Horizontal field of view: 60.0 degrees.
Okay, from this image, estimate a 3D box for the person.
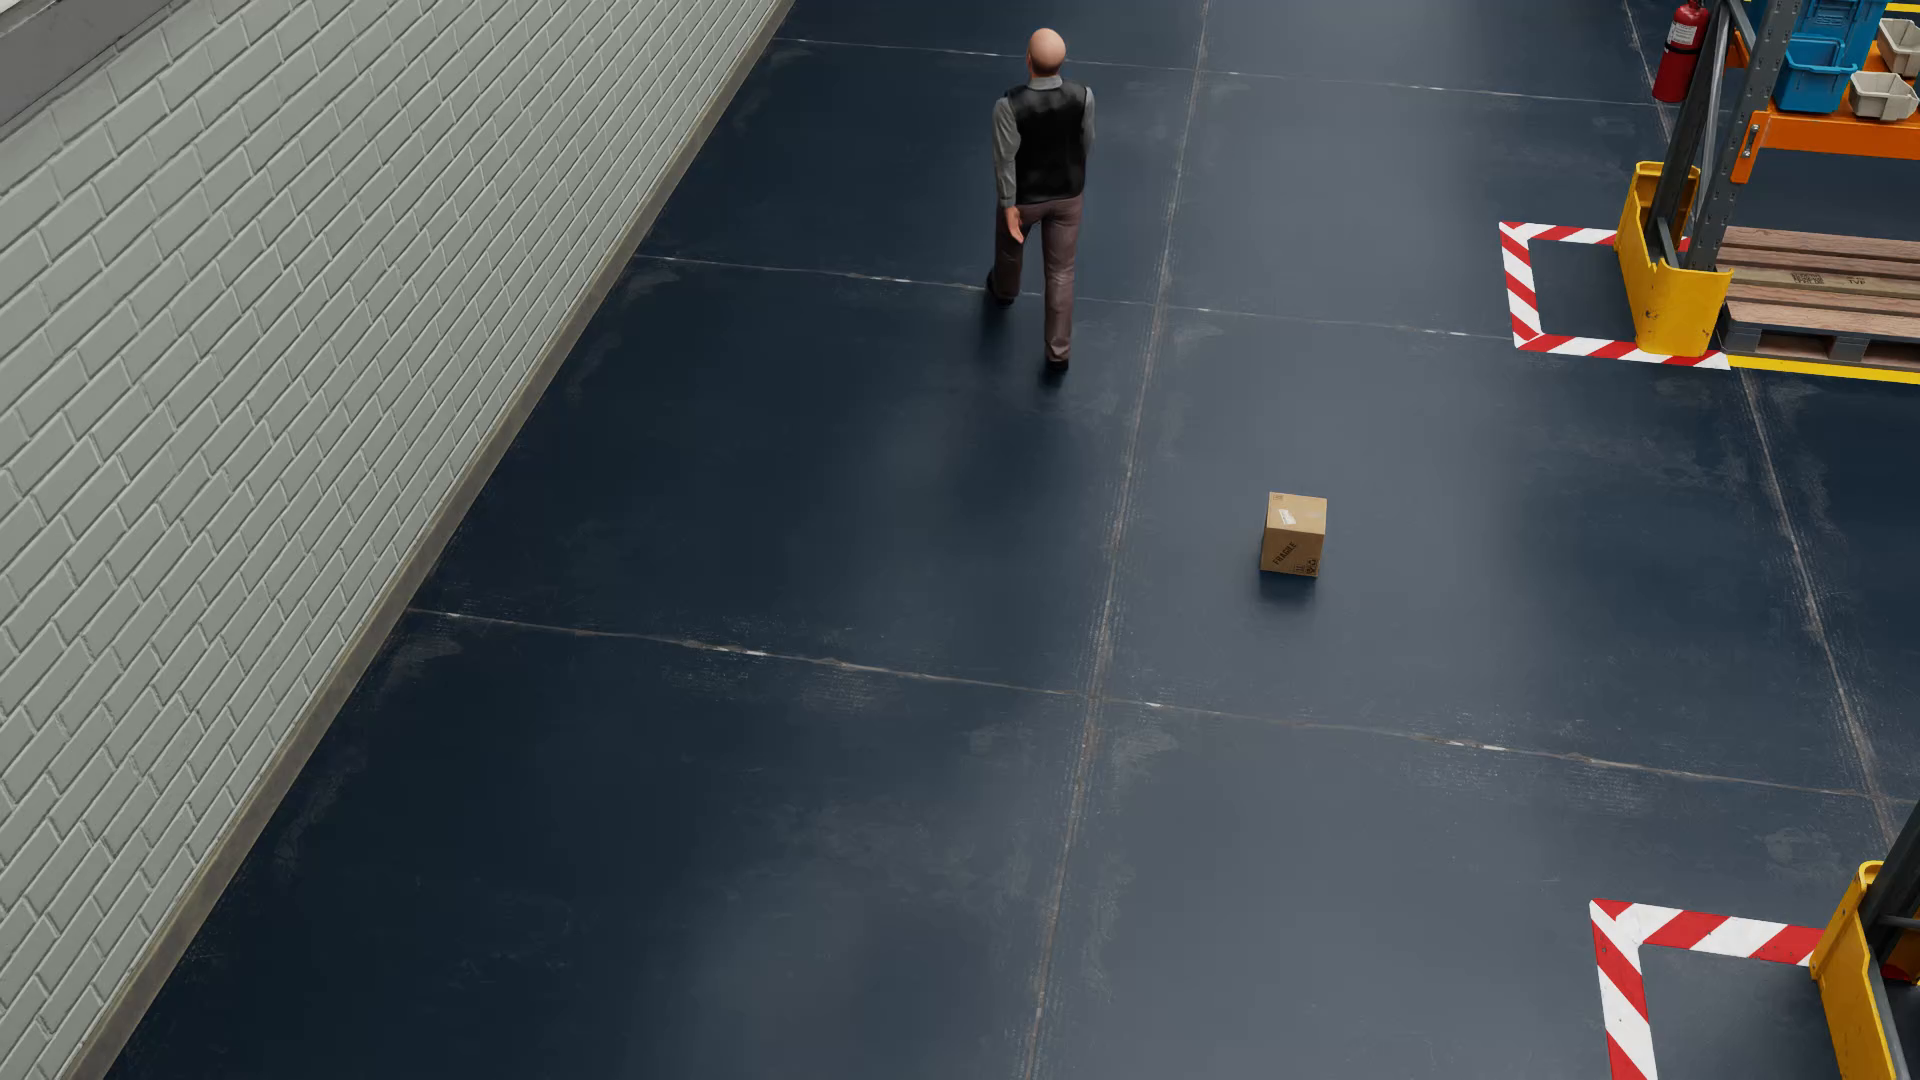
[{"bbox_3d":[0.395,-1.763,8.255,0.533,1.667,1.040,-5,41,-6],"label":"person"}]
